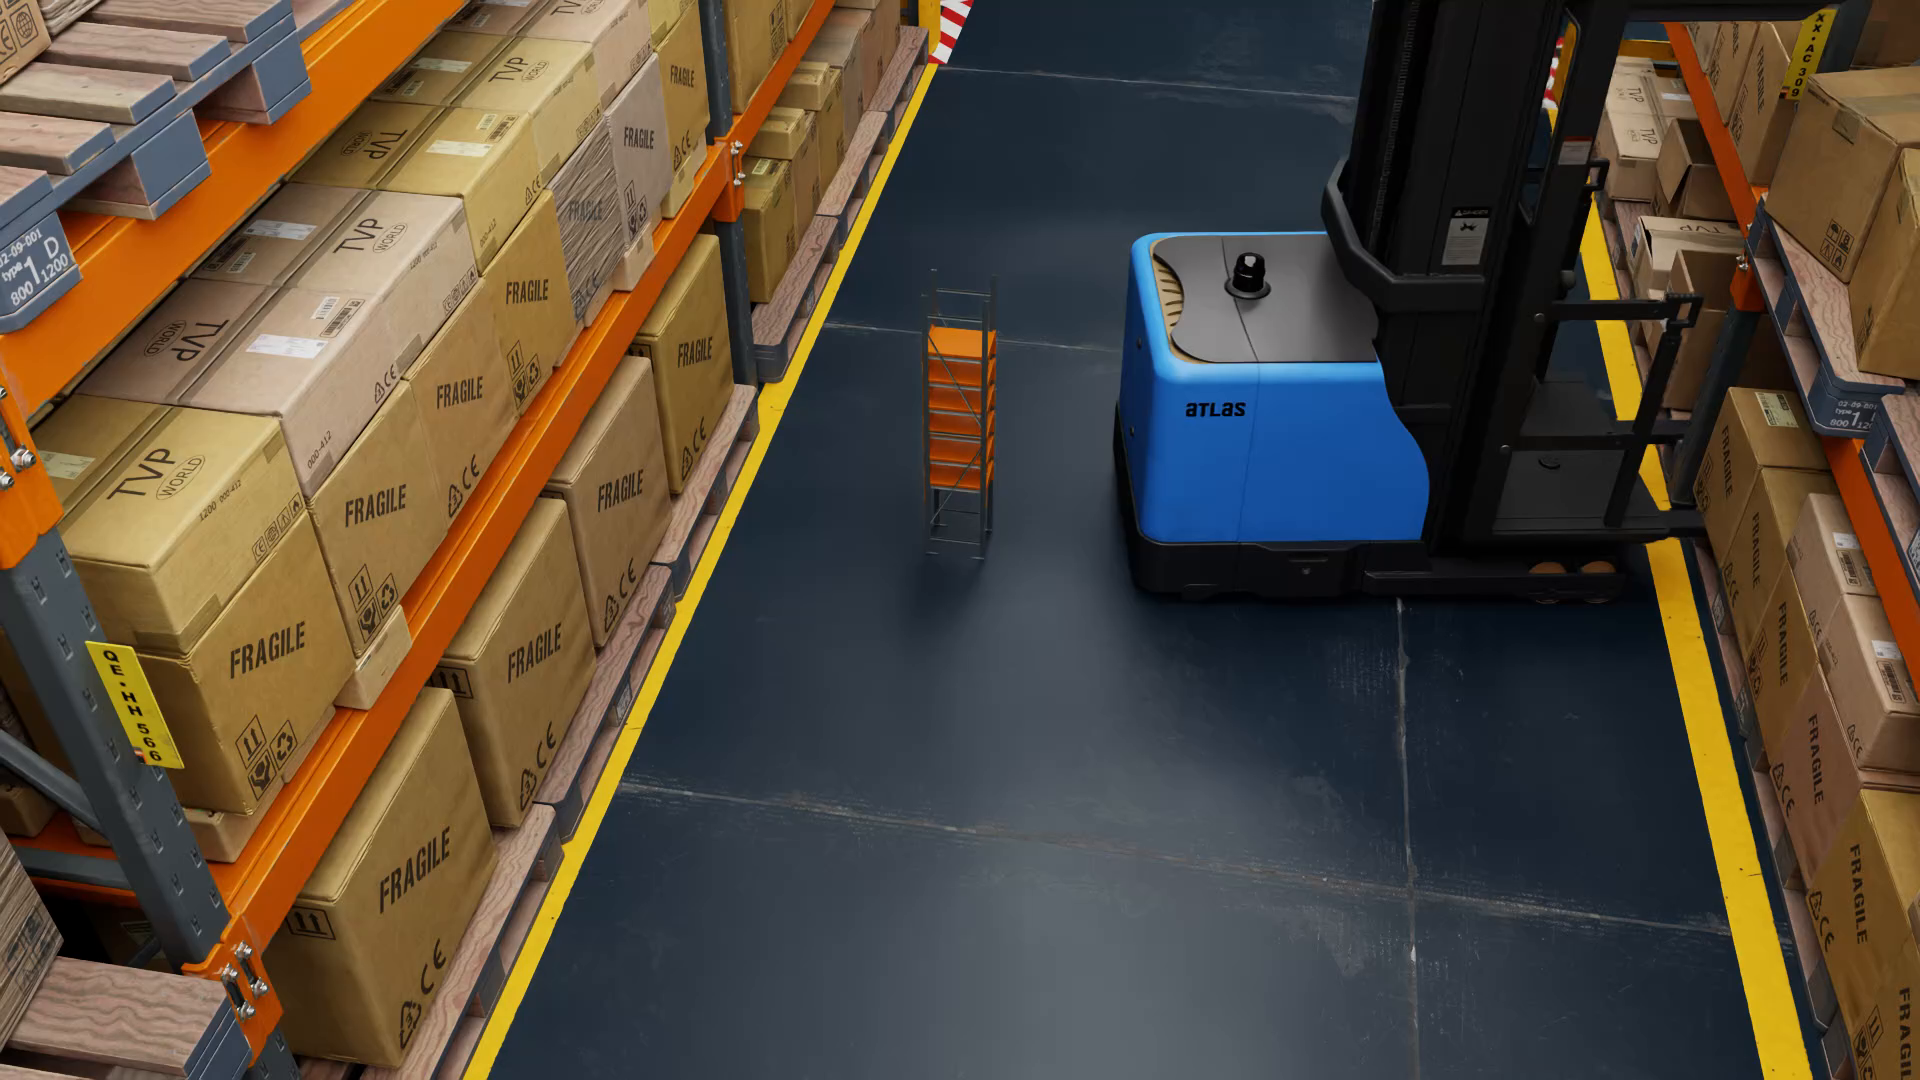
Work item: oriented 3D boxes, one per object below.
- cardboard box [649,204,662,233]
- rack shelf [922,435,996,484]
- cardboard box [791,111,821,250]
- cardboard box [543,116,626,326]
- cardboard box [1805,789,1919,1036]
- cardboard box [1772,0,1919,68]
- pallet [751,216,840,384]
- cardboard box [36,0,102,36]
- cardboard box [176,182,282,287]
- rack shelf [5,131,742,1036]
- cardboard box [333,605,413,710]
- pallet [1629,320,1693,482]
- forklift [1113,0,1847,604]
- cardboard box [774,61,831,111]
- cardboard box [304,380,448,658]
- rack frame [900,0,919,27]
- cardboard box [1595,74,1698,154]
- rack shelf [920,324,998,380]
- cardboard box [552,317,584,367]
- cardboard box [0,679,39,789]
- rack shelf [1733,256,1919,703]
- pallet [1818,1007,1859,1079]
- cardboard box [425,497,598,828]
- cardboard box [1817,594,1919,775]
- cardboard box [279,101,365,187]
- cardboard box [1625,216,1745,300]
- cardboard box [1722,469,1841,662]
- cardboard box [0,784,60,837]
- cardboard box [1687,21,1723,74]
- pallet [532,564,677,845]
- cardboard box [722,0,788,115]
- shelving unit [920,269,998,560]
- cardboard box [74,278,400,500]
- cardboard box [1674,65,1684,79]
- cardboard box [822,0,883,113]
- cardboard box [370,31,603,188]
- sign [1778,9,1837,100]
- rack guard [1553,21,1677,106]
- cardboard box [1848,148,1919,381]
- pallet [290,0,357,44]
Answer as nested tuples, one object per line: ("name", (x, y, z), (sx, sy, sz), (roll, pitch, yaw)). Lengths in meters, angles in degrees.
("cardboard box", (-1.304, -1.180, 6.004), (0.380, 0.149, 0.250), (8, 40, 9))
("rack shelf", (-0.002, -0.327, 6.461), (0.258, 0.103, 0.180), (6, 40, 8))
("cardboard box", (-1.094, -1.802, 8.208), (0.700, 0.500, 0.500), (6, 40, 7))
("cardboard box", (-1.420, -1.039, 5.325), (0.500, 0.500, 0.500), (6, 40, 8))
("cardboard box", (2.793, 1.080, 4.707), (0.500, 0.500, 0.500), (5, 40, 6))
("cardboard box", (3.297, -2.057, 6.020), (0.500, 0.500, 0.500), (7, 40, 8))
("pallet", (-1.206, -1.225, 8.066), (1.003, 0.211, 1.213), (6, 40, 8))
("cardboard box", (-2.040, -1.334, 3.231), (0.700, 0.500, 0.500), (4, 40, 5))
("cardboard box", (-2.099, -0.730, 4.363), (0.500, 0.250, 0.500), (5, 40, 7))
("rack shelf", (-1.761, -0.298, 5.321), (1.077, 0.370, 4.000), (6, 40, 8))
("cardboard box", (-1.640, 0.273, 4.247), (0.380, 0.149, 0.250), (8, 40, 9))
("pallet", (3.584, -0.643, 7.362), (1.003, 0.211, 1.213), (6, 40, 8))
("forklift", (2.177, -1.221, 5.927), (3.031, 2.935, 1.130), (-1, 40, -1))
("cardboard box", (-0.855, -2.260, 8.252), (0.380, 0.149, 0.250), (5, 40, 6))
("cardboard box", (-1.671, -0.086, 4.172), (0.500, 0.500, 0.500), (8, 40, 9))
("rack frame", (-0.723, -4.341, 9.647), (1.000, 3.000, 0.127), (6, 40, 8))
("cardboard box", (3.697, -2.283, 8.970), (0.500, 0.250, 0.500), (6, 40, 8))
("rack shelf", (-0.002, -0.697, 6.156), (0.258, 0.103, 0.180), (6, 40, 8))
("cardboard box", (-1.458, -0.706, 5.431), (0.380, 0.149, 0.250), (5, 40, 6))
("cardboard box", (-2.285, 0.193, 3.835), (0.500, 0.500, 0.500), (7, 40, 8))
("rack shelf", (3.119, 0.246, 4.664), (1.077, 0.370, 4.000), (6, 40, 8))
("pallet", (2.939, 1.834, 4.366), (1.003, 0.211, 1.213), (6, 40, 8))
("cardboard box", (-1.693, 0.350, 5.330), (0.750, 0.750, 0.750), (6, 40, 7))
("cardboard box", (2.882, 0.437, 4.895), (0.500, 0.250, 0.500), (6, 40, 7))
("cardboard box", (-2.011, -1.049, 4.749), (0.500, 0.250, 0.500), (6, 40, 7))
("cardboard box", (3.414, -1.280, 7.709), (0.500, 0.311, 0.500), (6, 40, 8))
("cardboard box", (3.060, 0.120, 5.868), (0.500, 0.500, 0.500), (7, 40, 8))
("cardboard box", (-2.303, 0.536, 3.929), (0.380, 0.149, 0.250), (7, 40, 8))
("cardboard box", (3.473, -2.314, 7.116), (0.500, 0.500, 0.500), (7, 40, 9))
("pallet", (-1.683, 0.504, 5.974), (1.003, 0.211, 1.213), (6, 40, 8))
("cardboard box", (-1.305, -2.285, 6.924), (0.980, 0.700, 0.700), (7, 40, 8))
("shelving unit", (-0.002, -0.453, 6.357), (0.258, 1.200, 0.189), (6, 40, 8))
("cardboard box", (-1.682, -0.364, 3.920), (0.500, 0.250, 0.500), (6, 40, 7))
("cardboard box", (4.305, -2.635, 9.200), (0.500, 0.500, 0.500), (6, 40, 8))
("cardboard box", (-0.832, -2.775, 9.385), (0.700, 0.500, 0.500), (6, 40, 8))
("cardboard box", (-1.430, -1.319, 5.076), (0.500, 0.250, 0.500), (7, 40, 9))
("sign", (2.929, -1.676, 5.743), (0.100, 0.325, 0.005), (6, 40, 8))
("rack guard", (4.144, -2.786, 9.728), (1.175, 0.500, 0.348), (6, 40, 8))
("cardboard box", (3.106, -0.776, 4.927), (0.700, 0.500, 0.500), (12, 41, 15))
("pallet", (-1.857, -1.516, 4.023), (1.003, 0.211, 1.213), (8, 40, 10))
